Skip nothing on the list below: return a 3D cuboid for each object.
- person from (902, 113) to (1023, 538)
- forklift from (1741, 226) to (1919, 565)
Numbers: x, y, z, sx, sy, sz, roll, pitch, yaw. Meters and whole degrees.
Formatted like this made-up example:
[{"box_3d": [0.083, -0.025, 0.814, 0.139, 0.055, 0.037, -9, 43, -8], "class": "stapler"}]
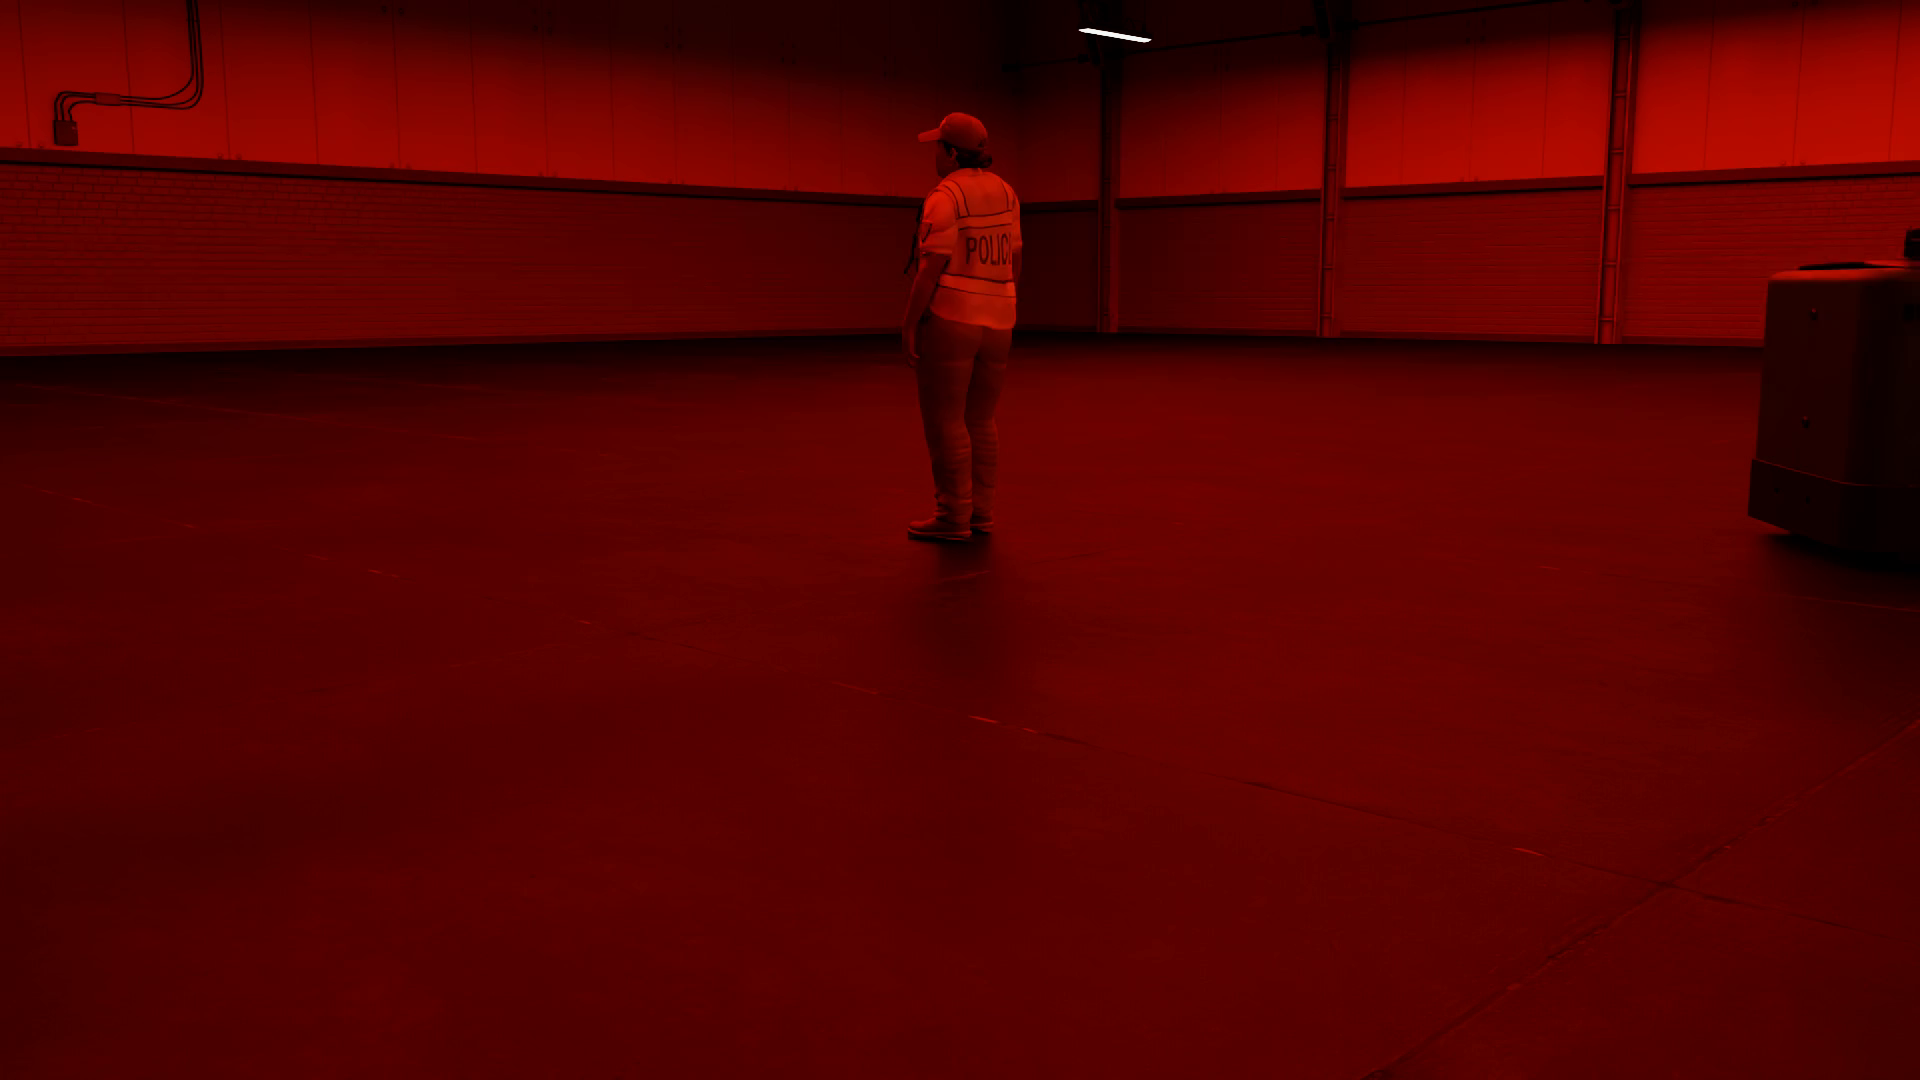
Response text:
[{"box_3d": [-0.039, -0.841, 6.661, 0.529, 1.670, 0.598, 8, 12, 43], "class": "person"}, {"box_3d": [4.706, -1.392, 6.115, 3.031, 2.935, 1.130, 1, 9, 5], "class": "forklift"}]
